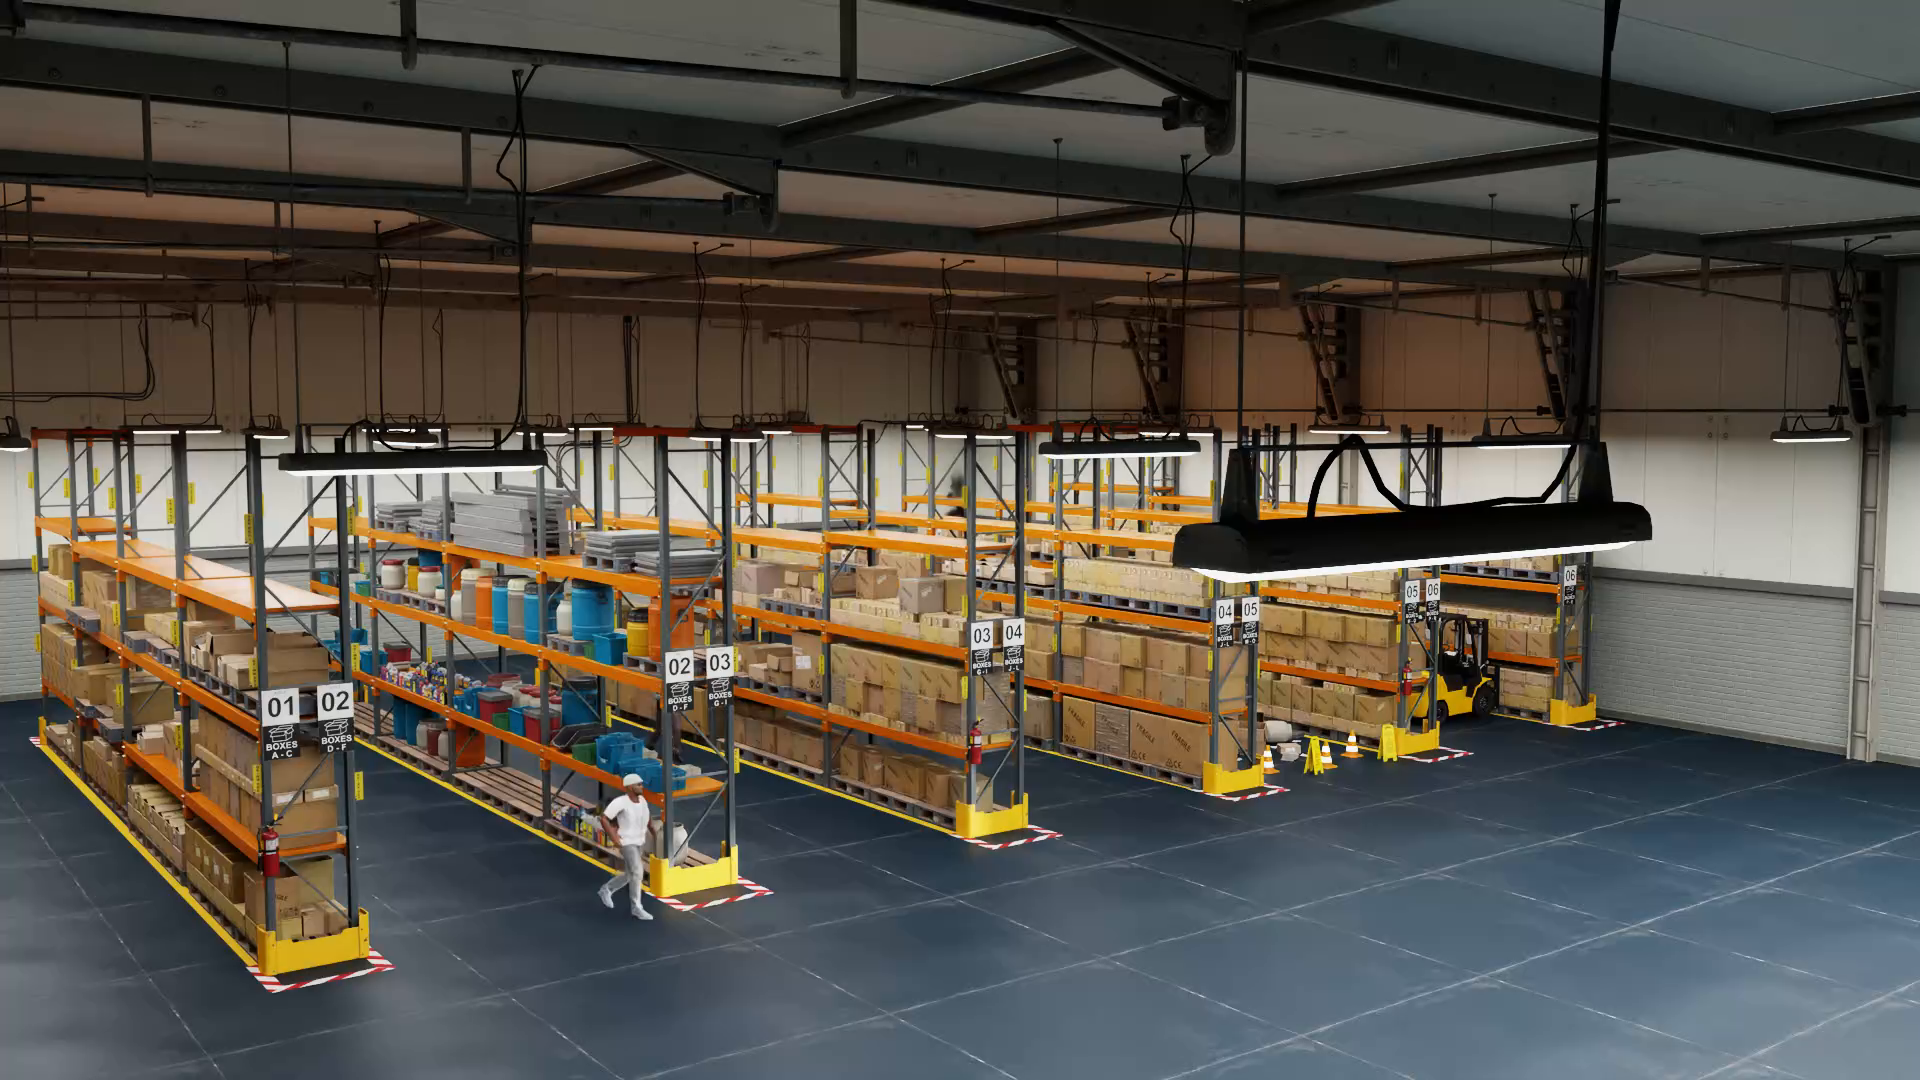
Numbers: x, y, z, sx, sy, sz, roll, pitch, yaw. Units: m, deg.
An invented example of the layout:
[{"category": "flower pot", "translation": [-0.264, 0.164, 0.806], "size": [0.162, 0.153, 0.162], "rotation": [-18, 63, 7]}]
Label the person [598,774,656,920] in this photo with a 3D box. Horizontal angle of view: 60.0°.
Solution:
[{"category": "person", "translation": [-4.141, 3.821, 20.919], "size": [0.807, 1.758, 0.731], "rotation": [2, 5, 22]}]

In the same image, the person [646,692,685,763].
[{"category": "person", "translation": [-5.308, 3.110, 30.096], "size": [0.665, 1.751, 0.954], "rotation": [-3, 6, -37]}]
